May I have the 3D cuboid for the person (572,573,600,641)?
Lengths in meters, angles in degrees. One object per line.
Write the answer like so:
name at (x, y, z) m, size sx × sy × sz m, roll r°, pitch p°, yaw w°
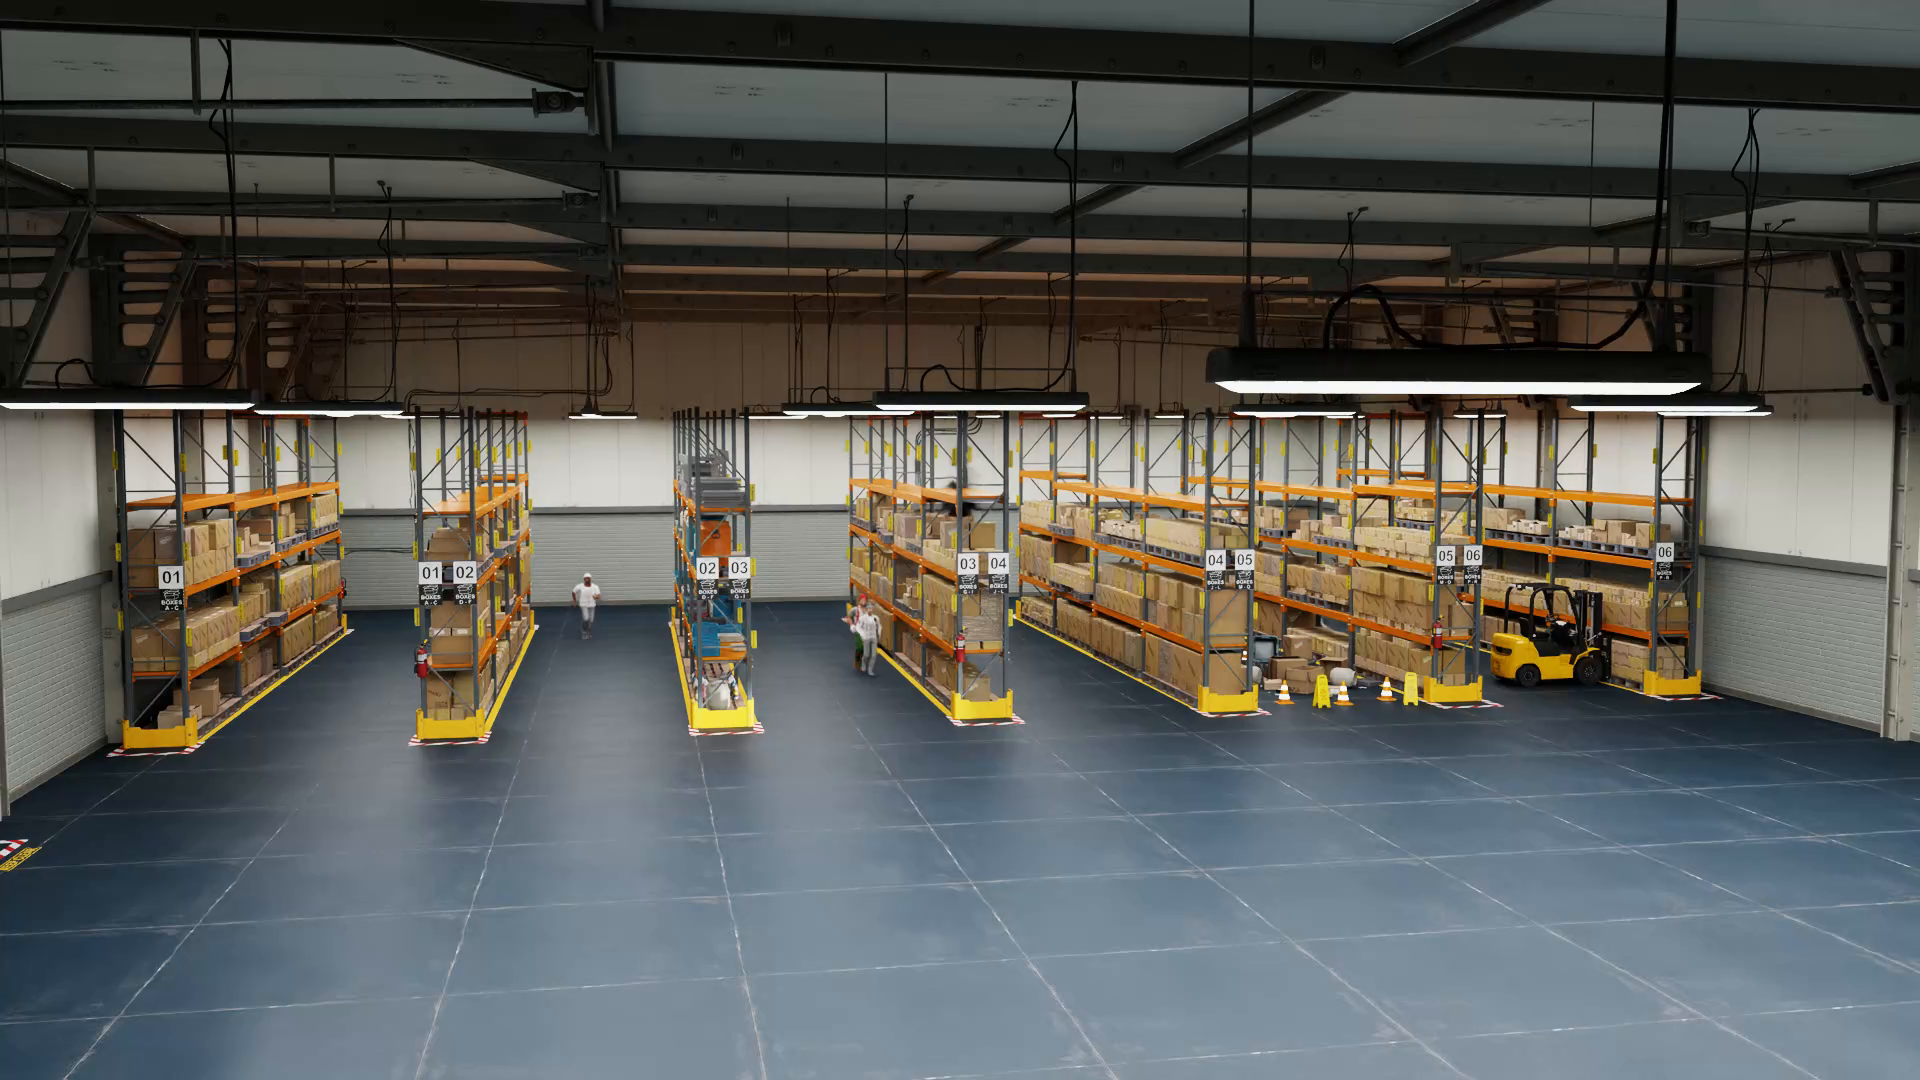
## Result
person at (-9.738, 1.755, 43.484) m, size 0.672 × 1.785 × 0.720 m, roll -2°, pitch 5°, yaw -27°

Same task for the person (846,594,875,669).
person at (-2.230, 2.118, 38.185) m, size 0.633 × 1.741 × 0.620 m, roll -2°, pitch 4°, yaw -22°

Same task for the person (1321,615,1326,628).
person at (9.554, 1.764, 43.969) m, size 0.610 × 1.644 × 0.855 m, roll -1°, pitch 4°, yaw -14°

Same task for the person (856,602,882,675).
person at (-2.034, 2.227, 37.564) m, size 0.614 × 1.648 × 0.571 m, roll -1°, pitch 4°, yaw -17°
